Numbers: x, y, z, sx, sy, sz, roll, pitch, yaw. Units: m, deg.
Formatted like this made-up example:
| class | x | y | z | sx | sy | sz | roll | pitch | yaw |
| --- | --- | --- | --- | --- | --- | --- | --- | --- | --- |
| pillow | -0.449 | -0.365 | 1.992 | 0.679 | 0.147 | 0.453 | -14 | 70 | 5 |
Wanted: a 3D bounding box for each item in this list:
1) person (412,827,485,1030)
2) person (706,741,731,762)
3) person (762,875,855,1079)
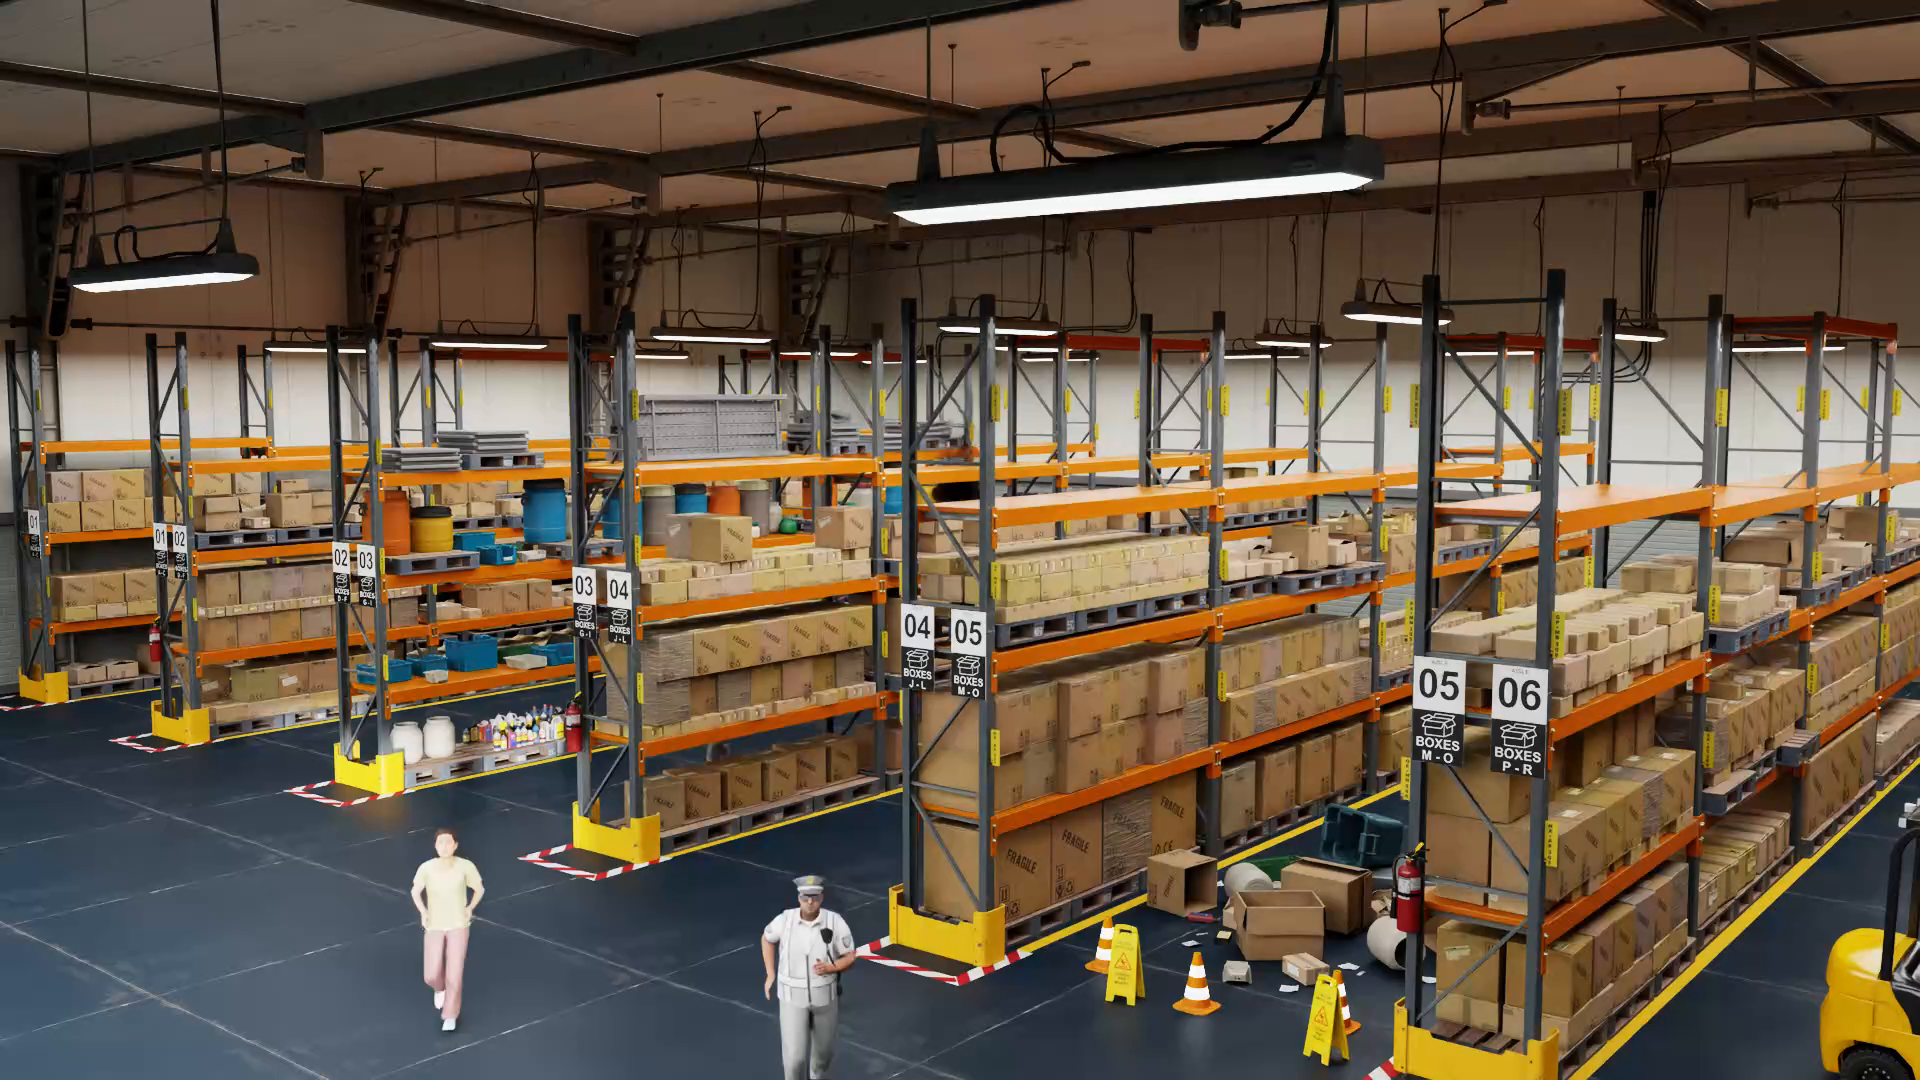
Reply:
| class | x | y | z | sx | sy | sz | roll | pitch | yaw |
| --- | --- | --- | --- | --- | --- | --- | --- | --- | --- |
| person | -4.165 | 3.138 | 13.541 | 0.578 | 1.619 | 0.568 | -1 | 5 | -12 |
| person | -3.302 | 2.312 | 22.234 | 0.557 | 1.699 | 0.920 | 2 | 6 | 23 |
| person | -1.055 | 3.240 | 11.659 | 0.637 | 1.851 | 0.783 | -1 | 5 | -9 |
